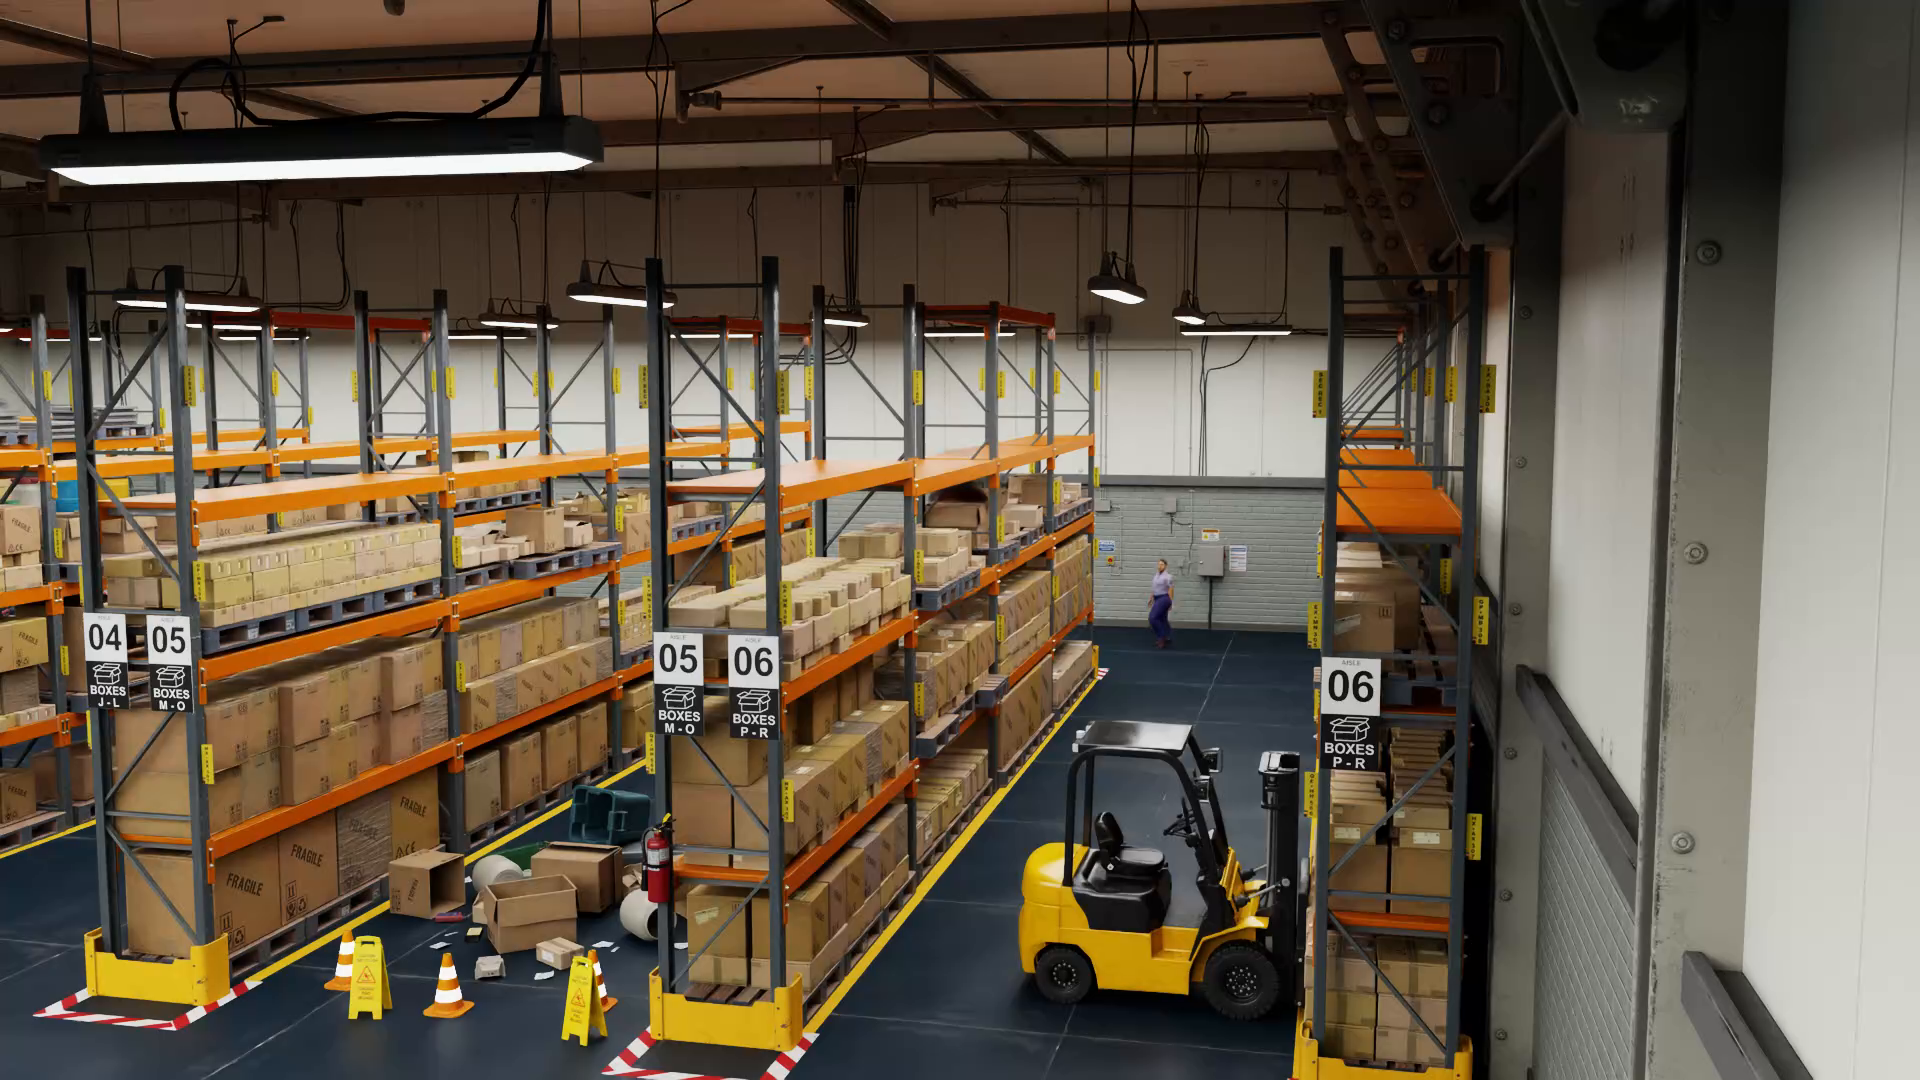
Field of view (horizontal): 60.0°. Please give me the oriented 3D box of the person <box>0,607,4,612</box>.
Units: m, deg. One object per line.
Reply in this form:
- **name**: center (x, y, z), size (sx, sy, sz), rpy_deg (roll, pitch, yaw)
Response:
- **person**: center (-20.115, 0.882, 34.472), size (0.577, 1.613, 0.455), rpy_deg (2, 6, 18)

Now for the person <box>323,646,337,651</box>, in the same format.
- **person**: center (-7.717, 2.208, 20.743), size (0.544, 1.830, 0.678), rpy_deg (6, 8, 45)

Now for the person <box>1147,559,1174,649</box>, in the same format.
- **person**: center (3.759, 1.198, 31.217), size (0.486, 1.665, 0.477), rpy_deg (0, 6, -2)
